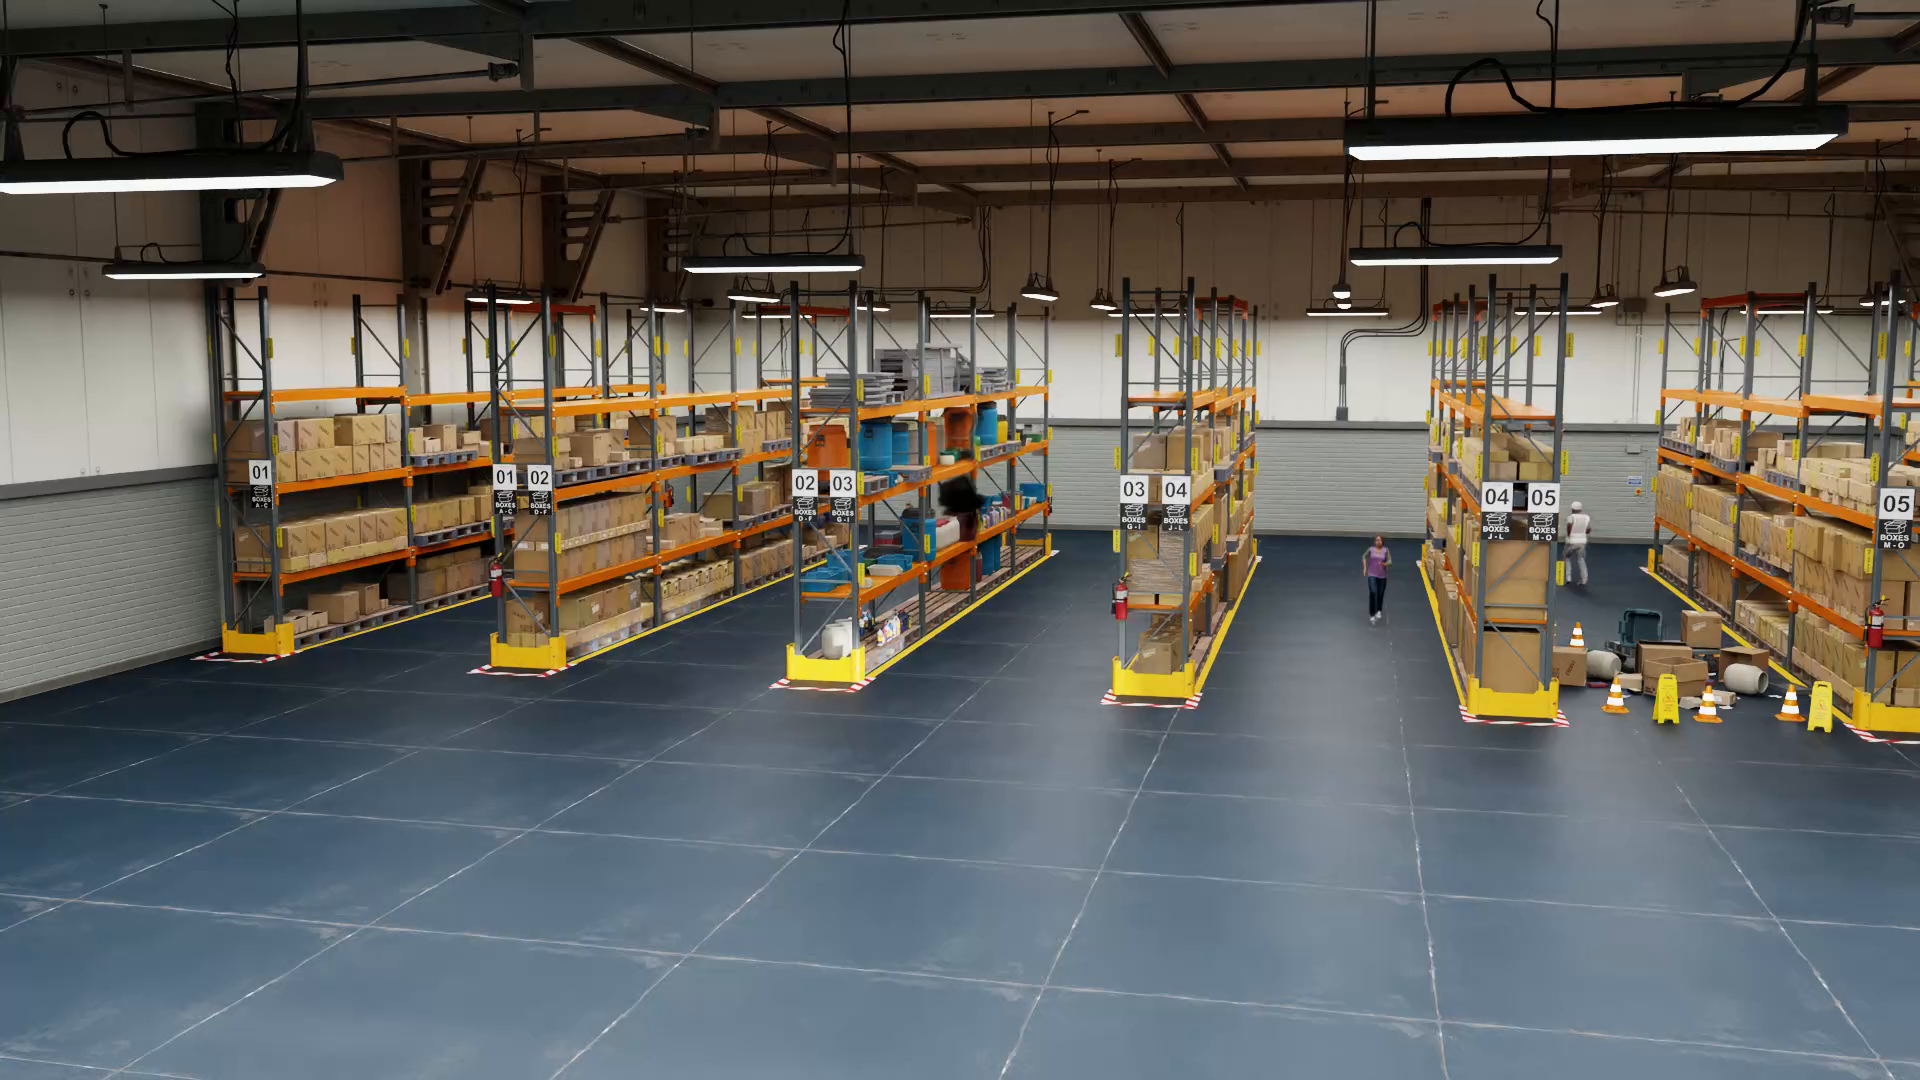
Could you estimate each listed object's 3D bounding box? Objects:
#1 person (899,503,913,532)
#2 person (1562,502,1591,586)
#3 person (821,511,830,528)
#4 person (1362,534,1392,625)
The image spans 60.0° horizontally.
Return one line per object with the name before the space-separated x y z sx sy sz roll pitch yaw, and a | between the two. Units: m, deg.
person | -1.100 -0.064 36.678 0.559 1.520 0.914 1 7 12
person | 12.966 0.109 34.965 0.612 1.830 0.839 0 7 0
person | -3.353 -0.736 42.985 0.914 1.668 0.590 2 7 13
person | 7.640 0.711 30.462 0.507 1.648 0.728 1 7 8
